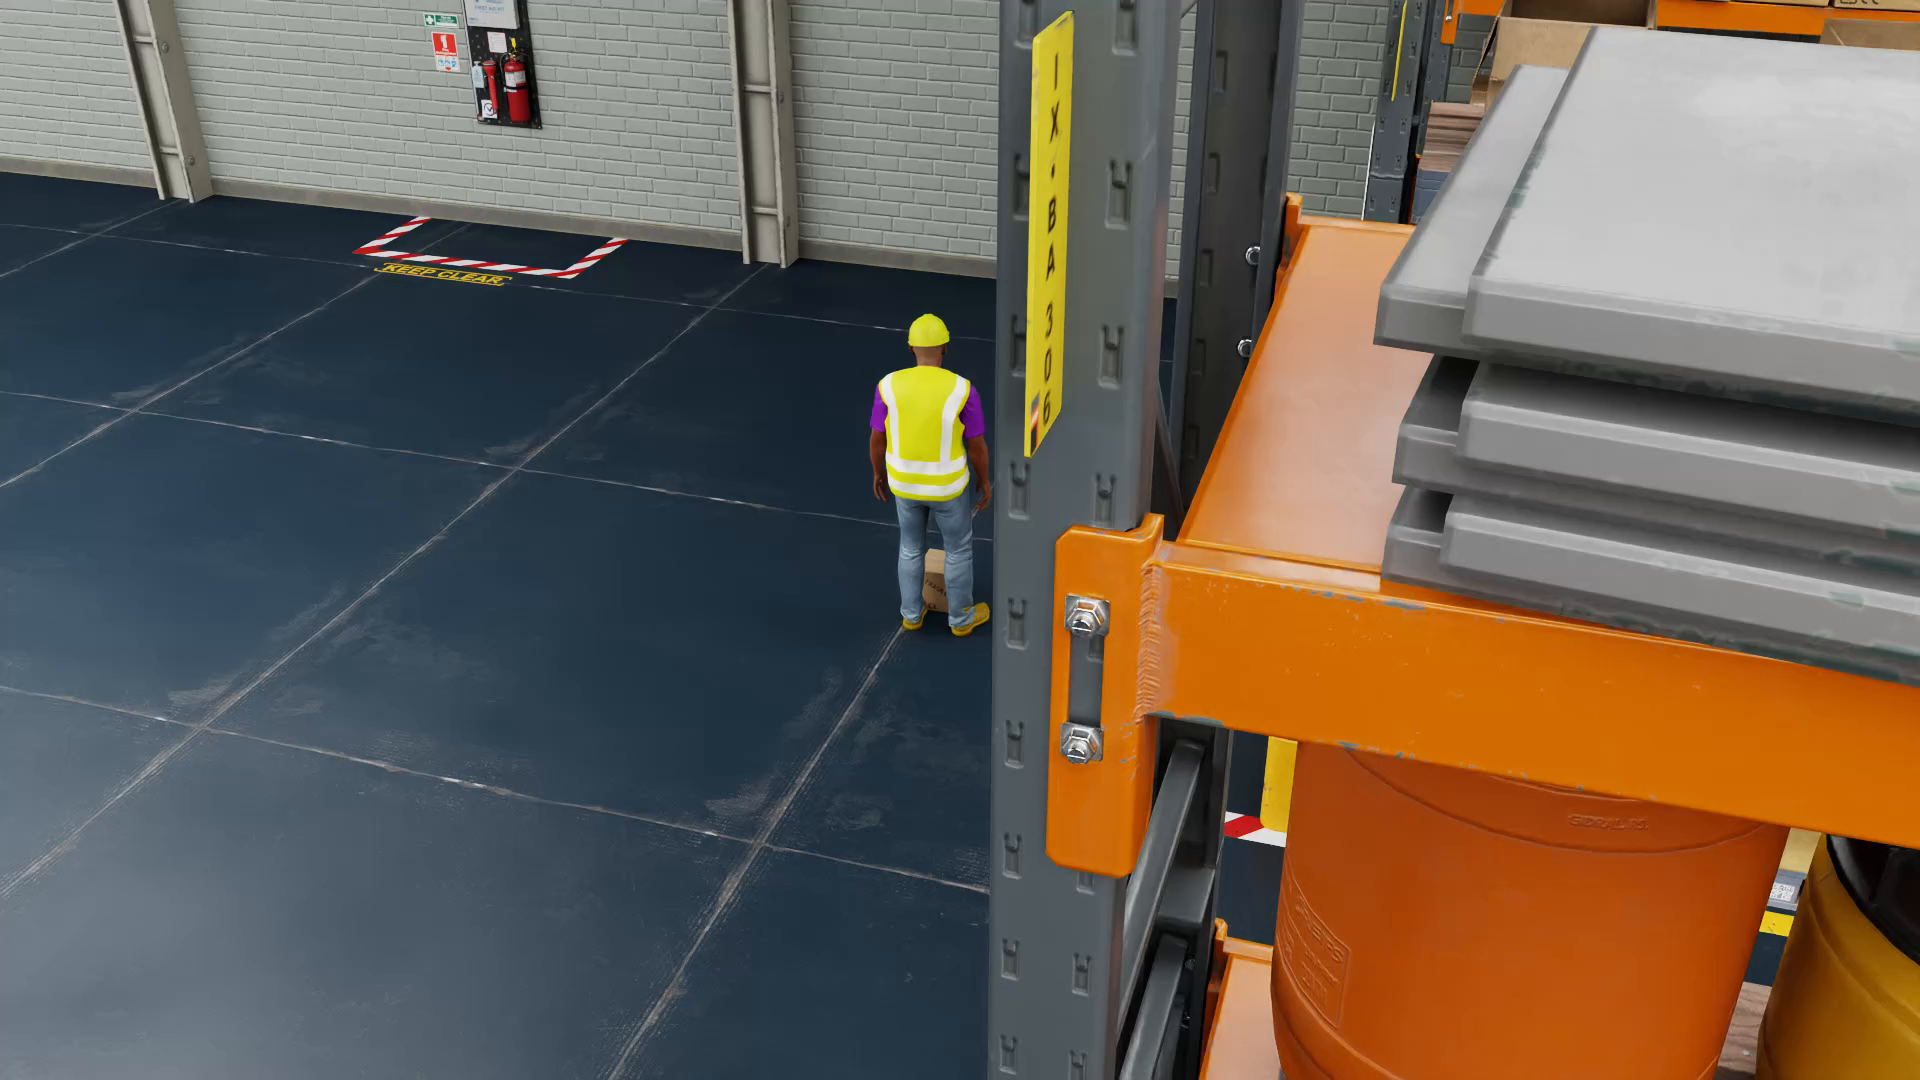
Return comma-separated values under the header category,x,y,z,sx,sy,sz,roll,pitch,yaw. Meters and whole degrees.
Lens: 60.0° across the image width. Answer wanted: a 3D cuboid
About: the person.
category,x,y,z,sx,sy,sz,roll,pitch,yaw
person,-0.150,-0.322,8.693,0.633,1.755,0.462,7,30,12
